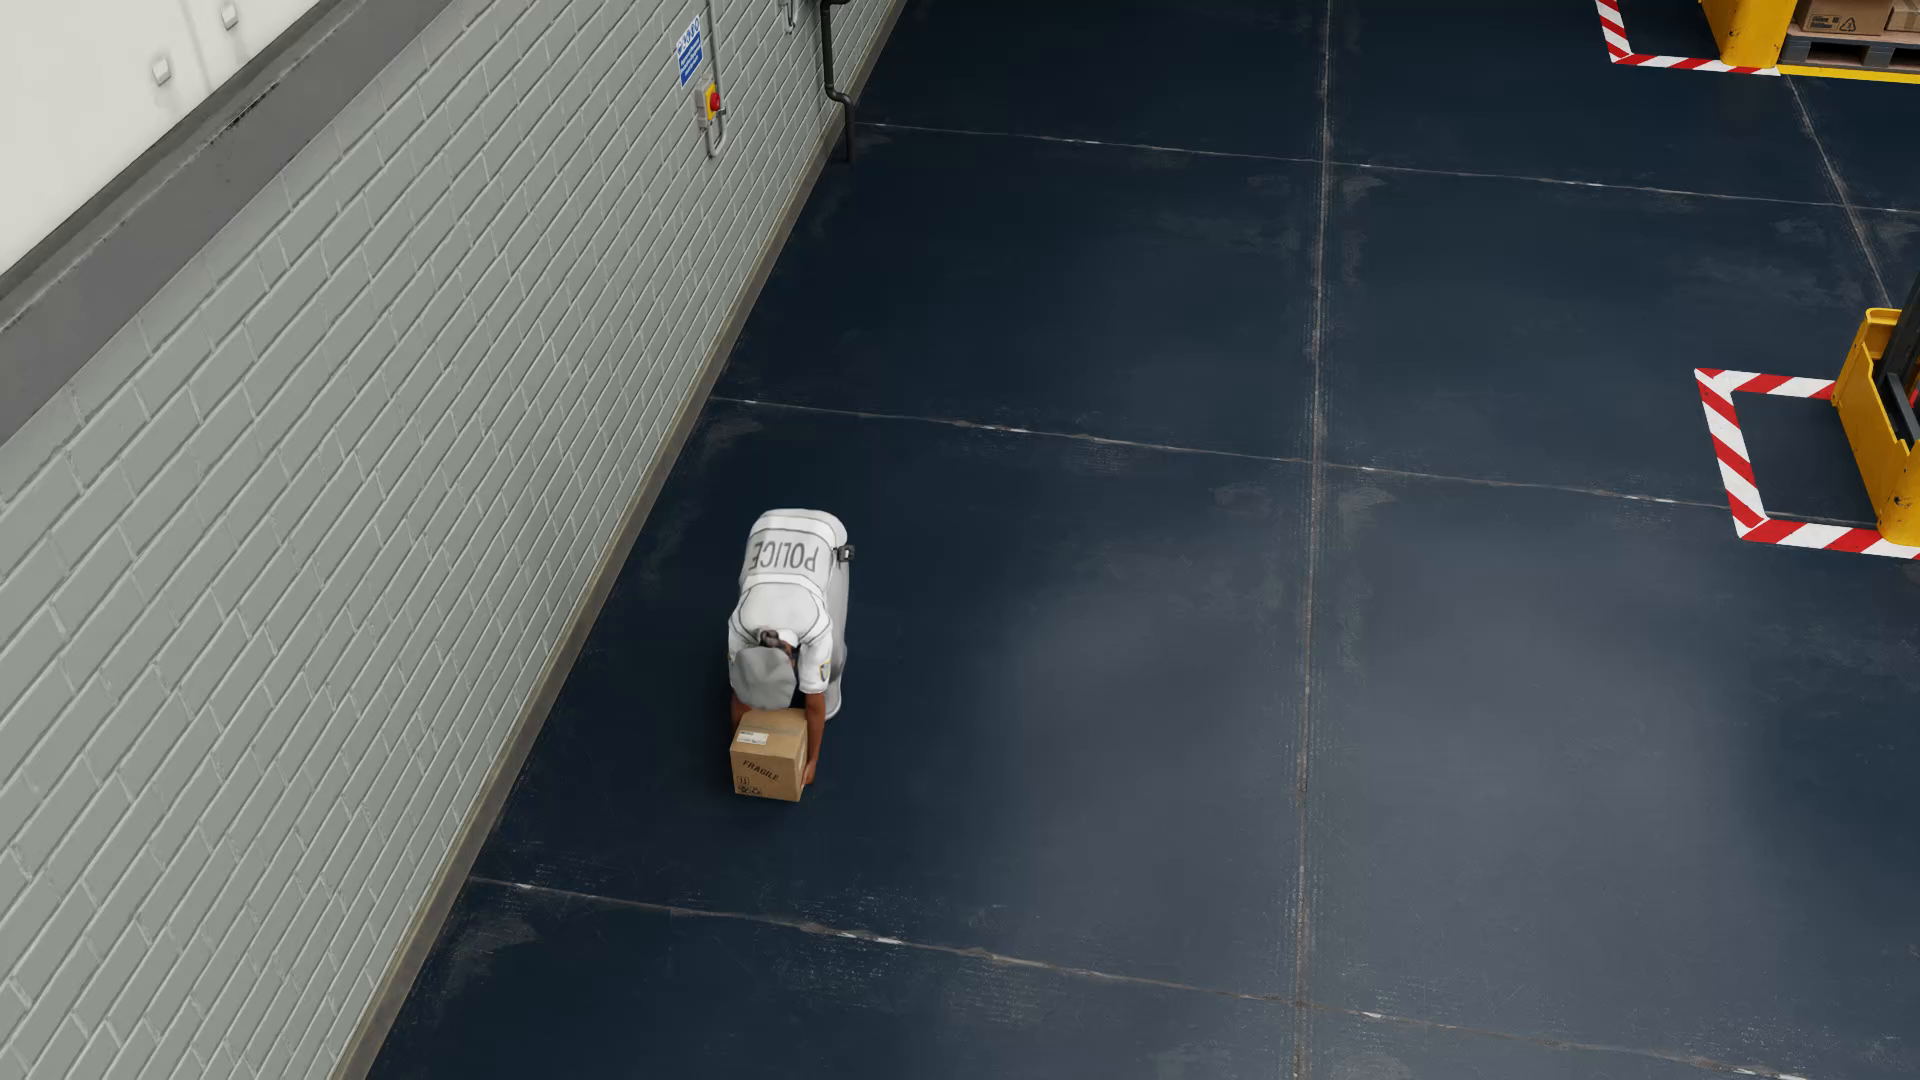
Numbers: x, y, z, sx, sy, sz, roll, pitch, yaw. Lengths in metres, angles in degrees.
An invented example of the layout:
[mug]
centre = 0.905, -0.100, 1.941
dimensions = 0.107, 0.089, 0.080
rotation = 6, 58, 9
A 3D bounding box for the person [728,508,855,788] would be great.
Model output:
[person]
centre = -0.661, 0.397, 6.372
dimensions = 0.456, 0.823, 0.919
rotation = 5, 41, 6
